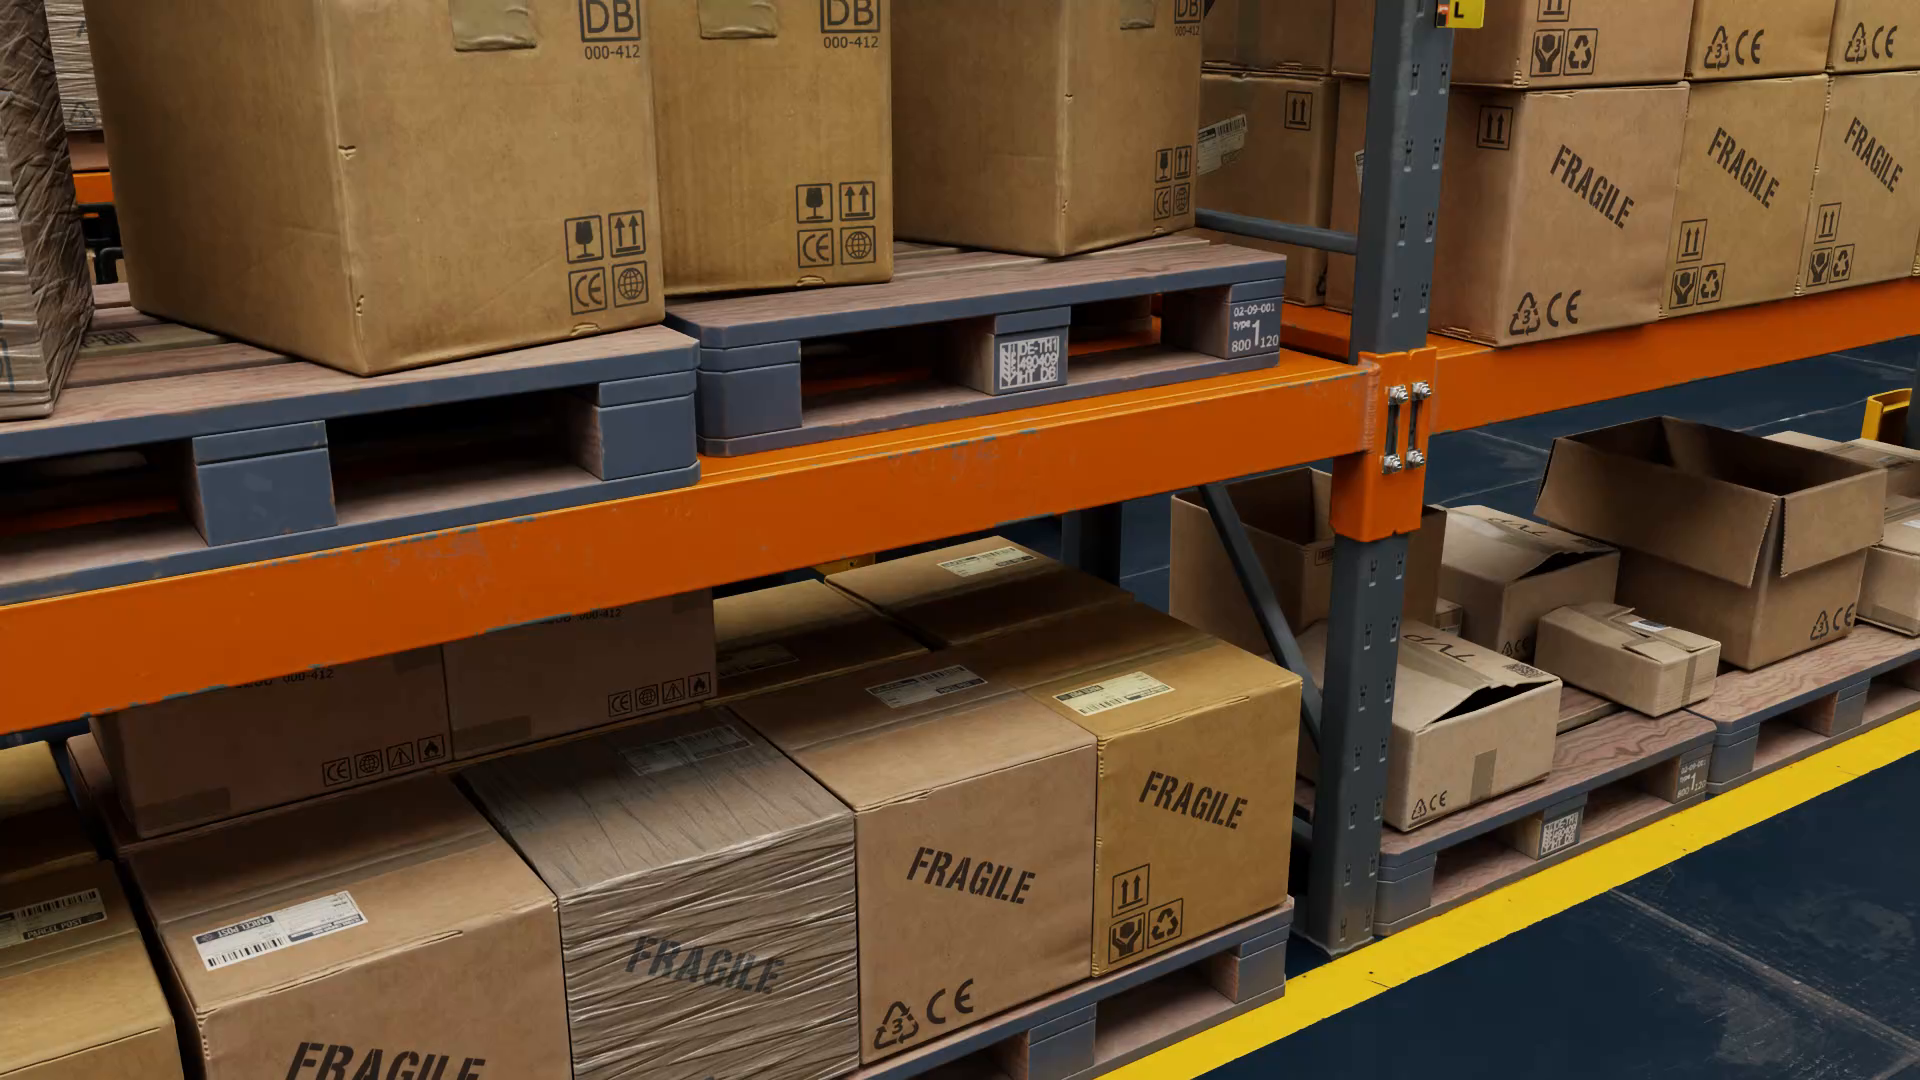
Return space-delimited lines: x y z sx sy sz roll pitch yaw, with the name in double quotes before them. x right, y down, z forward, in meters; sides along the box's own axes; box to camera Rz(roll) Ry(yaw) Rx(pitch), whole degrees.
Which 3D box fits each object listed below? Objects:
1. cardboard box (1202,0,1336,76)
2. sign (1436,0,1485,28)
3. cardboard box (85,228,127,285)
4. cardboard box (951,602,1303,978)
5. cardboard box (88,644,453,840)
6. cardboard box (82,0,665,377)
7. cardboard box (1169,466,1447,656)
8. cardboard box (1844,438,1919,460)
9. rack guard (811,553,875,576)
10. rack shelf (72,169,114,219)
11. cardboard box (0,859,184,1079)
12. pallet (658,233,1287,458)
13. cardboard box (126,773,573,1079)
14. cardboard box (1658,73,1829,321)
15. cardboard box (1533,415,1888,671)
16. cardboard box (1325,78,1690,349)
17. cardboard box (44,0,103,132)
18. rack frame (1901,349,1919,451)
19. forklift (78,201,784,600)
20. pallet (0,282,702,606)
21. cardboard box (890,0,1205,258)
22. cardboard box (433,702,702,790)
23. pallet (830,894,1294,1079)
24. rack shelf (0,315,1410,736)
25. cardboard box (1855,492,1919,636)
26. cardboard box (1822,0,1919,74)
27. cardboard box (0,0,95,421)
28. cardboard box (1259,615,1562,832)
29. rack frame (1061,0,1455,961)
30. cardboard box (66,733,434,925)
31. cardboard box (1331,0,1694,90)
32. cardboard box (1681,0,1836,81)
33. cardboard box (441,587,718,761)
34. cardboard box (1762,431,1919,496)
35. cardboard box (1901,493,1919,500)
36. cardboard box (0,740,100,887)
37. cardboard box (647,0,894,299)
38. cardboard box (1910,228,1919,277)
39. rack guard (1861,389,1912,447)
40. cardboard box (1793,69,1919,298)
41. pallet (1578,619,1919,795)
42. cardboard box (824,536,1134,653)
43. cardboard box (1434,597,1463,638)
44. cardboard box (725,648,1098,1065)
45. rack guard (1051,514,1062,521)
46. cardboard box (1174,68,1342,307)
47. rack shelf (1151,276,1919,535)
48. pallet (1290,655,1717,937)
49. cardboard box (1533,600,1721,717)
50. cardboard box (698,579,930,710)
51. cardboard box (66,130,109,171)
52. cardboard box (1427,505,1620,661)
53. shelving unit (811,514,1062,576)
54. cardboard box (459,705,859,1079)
"cardboard box" 0.856 -1.341 3.810 0.500 0.500 0.500 -12 22 -31
"sign" 0.884 -1.062 2.895 0.005 0.325 0.100 -12 22 -31
"cardboard box" -3.363 -0.860 6.805 0.750 0.750 0.750 -11 22 -30
"cardboard box" 0.322 0.478 3.363 0.500 0.500 0.500 -12 22 -32
"cardboard box" -1.216 0.244 2.885 0.500 0.250 0.500 -12 22 -32
"cardboard box" -0.865 -0.580 2.465 0.700 0.500 0.500 16 24 39
"cardboard box" 0.896 0.138 4.369 0.500 0.500 0.500 -12 22 -31
"cardboard box" 3.378 -0.242 6.041 0.250 0.149 0.380 -12 22 -31
"rack guard" -0.480 -0.017 5.906 0.087 0.250 0.587 -12 22 -31
"rack shelf" -3.822 -1.293 6.508 4.000 0.370 1.077 -12 22 -31
"cardboard box" -1.371 0.835 2.309 0.500 0.500 0.500 -12 22 -32
"pallet" -0.151 -0.459 3.218 1.213 0.211 1.003 -12 22 -31
"cardboard box" -0.938 0.741 2.585 0.500 0.500 0.500 -13 23 -33
"cardboard box" 1.578 -0.817 3.821 0.500 0.500 0.500 -11 22 -30
"cardboard box" 2.142 -0.019 4.830 0.637 0.503 0.797 -12 22 -31
"cardboard box" 1.152 -0.726 3.551 0.500 0.500 0.500 -11 22 -30
"cardboard box" -3.243 -1.856 6.399 0.500 0.500 0.500 -12 22 -31
"rack frame" 3.917 -1.366 5.601 0.127 3.000 1.000 -12 22 -31
"forklift" -2.109 -1.011 4.660 3.031 2.935 1.130 -11 21 -29
"pallet" -1.143 -0.210 2.481 1.213 0.211 1.003 -12 22 -31
"cardboard box" 0.058 -0.884 3.364 0.700 0.500 0.500 14 23 35
"cardboard box" -0.823 0.517 3.247 0.500 0.500 0.500 -12 22 -31
"pallet" -0.082 0.813 3.510 1.213 0.211 1.003 -12 22 -31
"rack shelf" -1.094 0.032 2.591 4.000 0.370 1.077 -12 22 -31
"cardboard box" 2.788 0.049 5.022 0.500 0.250 0.500 -12 22 -31
"cardboard box" 1.985 -1.372 3.901 0.500 0.500 0.500 -13 22 -33
"cardboard box" -1.432 -0.454 2.093 0.500 0.500 0.700 -8 20 -21
"cardboard box" 1.046 0.388 3.925 0.500 0.311 0.500 -12 22 -31
"rack frame" 0.576 -0.661 3.517 0.127 3.000 1.000 -12 22 -31
"cardboard box" -1.245 0.606 2.984 0.500 0.500 0.500 -13 23 -33
"cardboard box" 1.124 -1.190 3.364 0.500 0.500 0.500 -11 22 -30
"cardboard box" 1.555 -1.281 3.633 0.500 0.500 0.500 -13 22 -33
"cardboard box" -0.797 0.155 3.147 0.500 0.250 0.500 -12 22 -31
"cardboard box" 2.889 -0.164 5.652 0.500 0.250 0.500 -12 22 -31
"cardboard box" 3.211 -0.023 5.367 0.250 0.166 0.380 -12 22 -31
"cardboard box" -1.680 0.700 2.706 0.500 0.500 0.500 -13 23 -33
"cardboard box" -0.482 -0.746 2.956 0.500 0.500 0.700 -8 20 -23
"cardboard box" 2.421 -0.994 4.346 0.500 0.500 0.500 -12 22 -32
"rack guard" 3.853 -0.168 5.962 0.348 0.500 1.175 -12 22 -31
"cardboard box" 1.997 -0.904 4.079 0.500 0.500 0.500 -12 22 -32
"pallet" 2.170 0.323 4.961 1.213 0.211 1.003 -12 22 -31
"cardboard box" 0.038 0.334 3.788 0.500 0.500 0.500 -13 23 -34
"cardboard box" 1.176 0.222 4.668 0.250 0.149 0.380 -12 22 -31
"cardboard box" -0.096 0.563 3.112 0.500 0.500 0.500 -12 22 -31
"rack guard" 0.352 -0.193 6.425 0.087 0.250 0.587 -12 22 -31
"cardboard box" 0.853 -0.865 3.965 0.500 0.500 0.500 -11 22 -31
"rack shelf" 2.247 -0.673 4.675 4.000 0.370 1.077 -12 22 -31
"pallet" 1.150 0.539 4.321 1.213 0.211 1.003 -12 22 -31
"cardboard box" 1.763 0.301 4.407 0.250 0.166 0.380 -12 22 -31
"cardboard box" -0.401 0.431 3.501 0.500 0.500 0.500 -12 22 -31
"cardboard box" -3.363 -1.529 6.444 0.250 0.149 0.380 -13 22 -33
"cardboard box" 1.522 0.096 4.790 0.500 0.311 0.500 -12 22 -31
"shelving unit" -0.064 -0.697 5.965 1.083 1.500 0.587 -12 22 -31
"cardboard box" -0.515 0.651 2.852 0.500 0.500 0.500 -12 22 -31
